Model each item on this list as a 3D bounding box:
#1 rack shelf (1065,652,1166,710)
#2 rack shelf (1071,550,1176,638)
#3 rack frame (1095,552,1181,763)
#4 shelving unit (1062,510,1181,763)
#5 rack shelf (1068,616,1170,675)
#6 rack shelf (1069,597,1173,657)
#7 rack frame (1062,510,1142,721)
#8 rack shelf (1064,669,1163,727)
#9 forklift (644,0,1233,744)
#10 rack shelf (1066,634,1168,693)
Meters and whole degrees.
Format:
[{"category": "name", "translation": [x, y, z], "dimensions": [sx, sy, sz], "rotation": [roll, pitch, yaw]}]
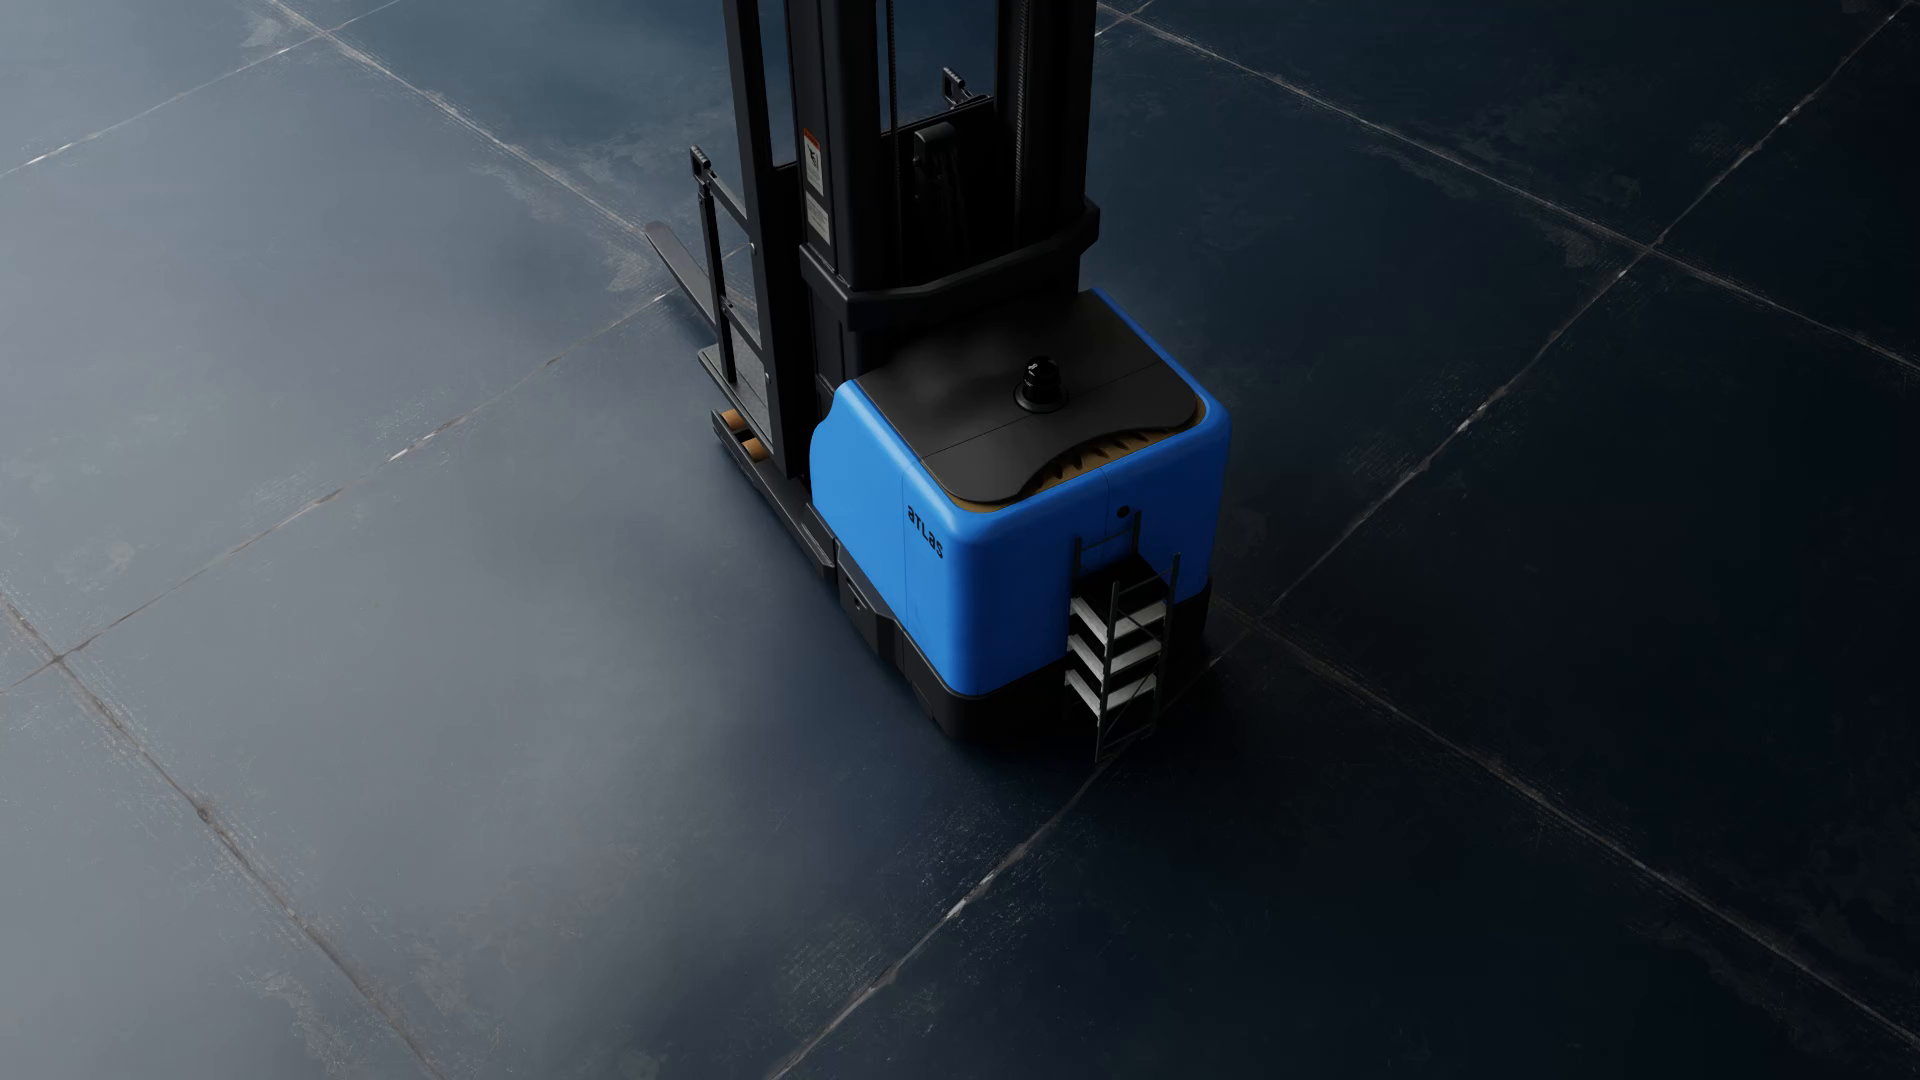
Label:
[{"category": "rack shelf", "translation": [0.505, 0.412, 5.415], "dimensions": [0.258, 0.077, 0.200], "rotation": [-23, 51, -20]}, {"category": "rack shelf", "translation": [0.505, 0.165, 5.153], "dimensions": [0.258, 0.077, 0.200], "rotation": [-23, 51, -20]}, {"category": "rack frame", "translation": [0.556, 0.391, 5.266], "dimensions": [0.240, 0.900, 0.006], "rotation": [-23, 51, -20]}, {"category": "shelving unit", "translation": [0.505, 0.327, 5.326], "dimensions": [0.258, 0.900, 0.210], "rotation": [-23, 51, -20]}, {"category": "rack shelf", "translation": [0.505, 0.288, 5.284], "dimensions": [0.258, 0.077, 0.200], "rotation": [-23, 51, -20]}, {"category": "rack shelf", "translation": [0.505, 0.227, 5.219], "dimensions": [0.258, 0.077, 0.200], "rotation": [-23, 51, -20]}, {"category": "rack frame", "translation": [0.453, 0.263, 5.385], "dimensions": [0.240, 0.900, 0.006], "rotation": [-23, 51, -20]}, {"category": "rack shelf", "translation": [0.505, 0.473, 5.481], "dimensions": [0.258, 0.077, 0.200], "rotation": [-23, 51, -20]}, {"category": "forklift", "translation": [-0.316, -1.394, 5.548], "dimensions": [1.130, 2.935, 3.031], "rotation": [-23, 51, -20]}, {"category": "rack shelf", "translation": [0.505, 0.350, 5.350], "dimensions": [0.258, 0.077, 0.200], "rotation": [-23, 51, -20]}]
